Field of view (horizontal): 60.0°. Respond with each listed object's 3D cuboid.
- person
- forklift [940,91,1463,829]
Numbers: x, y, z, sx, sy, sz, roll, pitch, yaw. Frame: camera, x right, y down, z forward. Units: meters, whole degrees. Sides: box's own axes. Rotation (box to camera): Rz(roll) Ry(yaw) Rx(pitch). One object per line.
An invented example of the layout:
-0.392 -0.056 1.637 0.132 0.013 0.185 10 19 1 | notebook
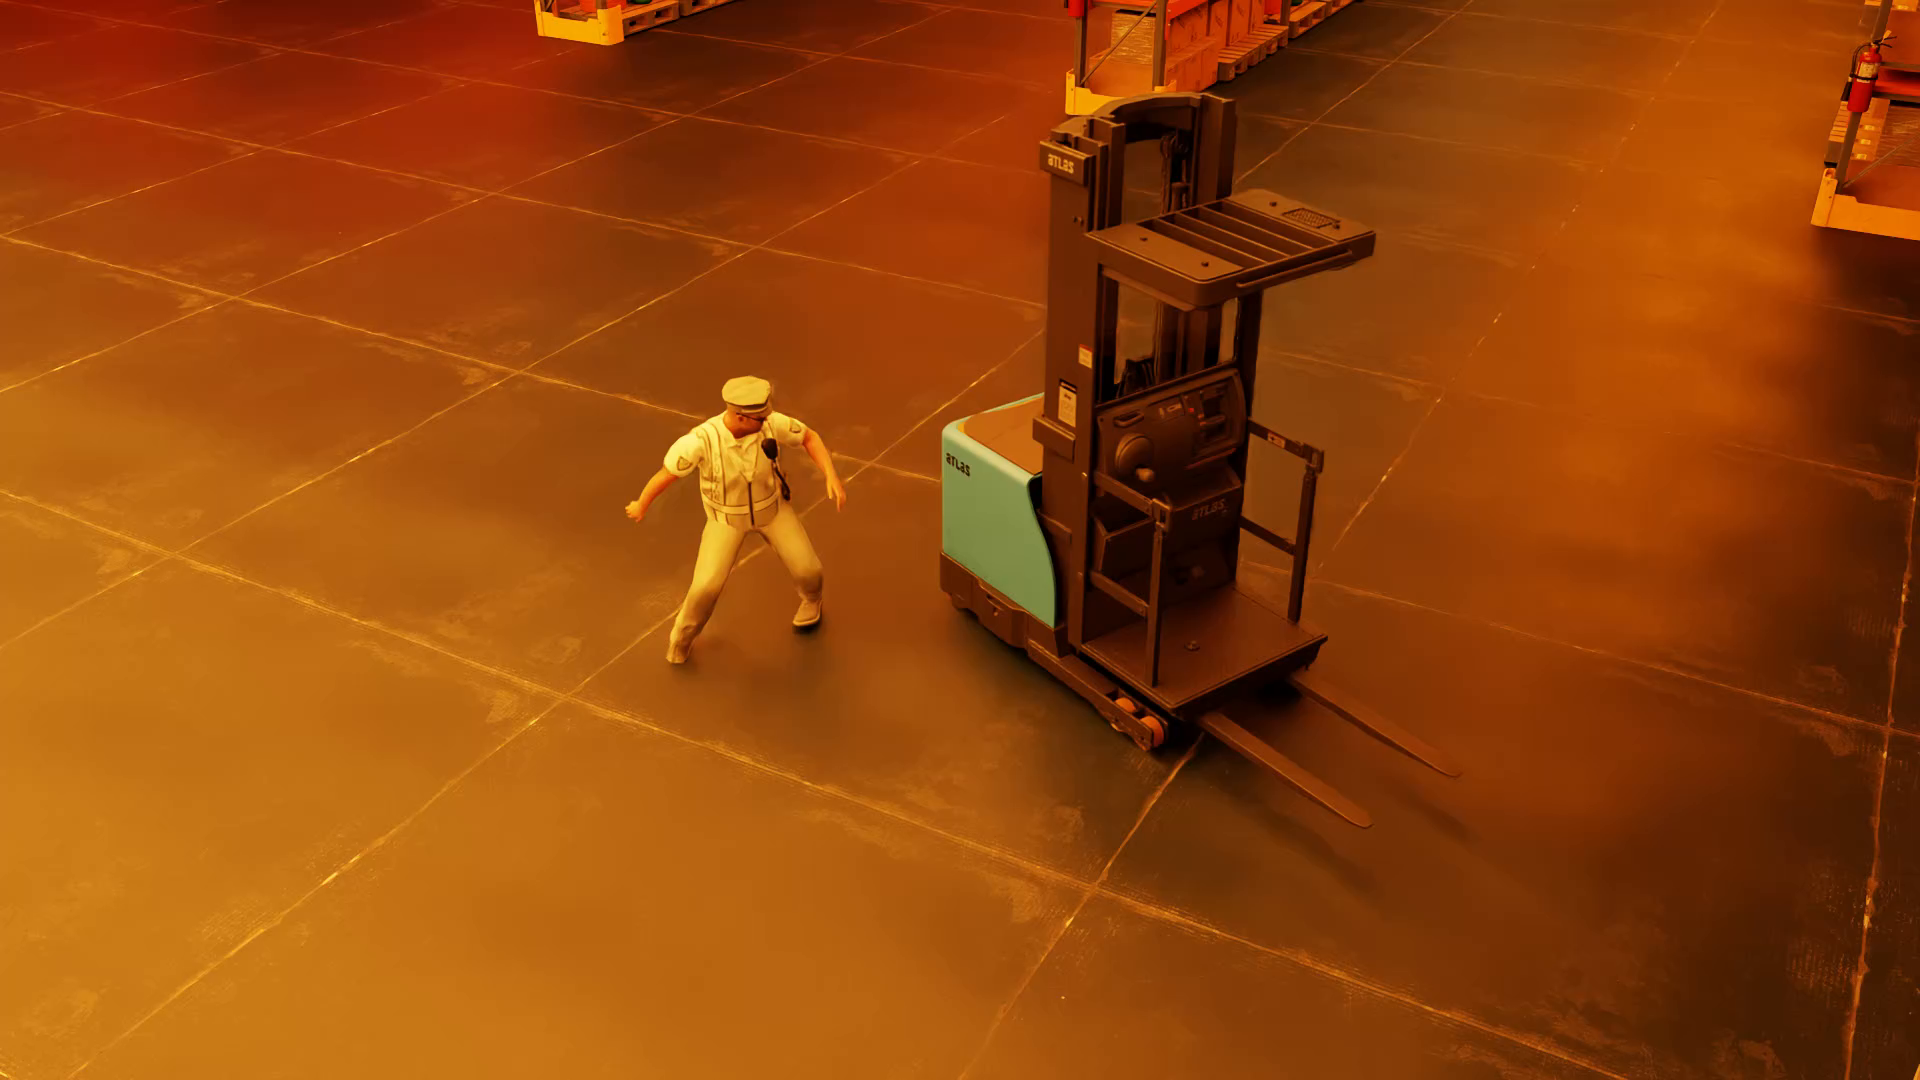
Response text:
-1.163 -0.073 8.674 1.063 1.710 0.586 -10 32 -17 | person
1.164 -0.510 7.954 1.130 2.935 3.031 -20 36 -31 | forklift
